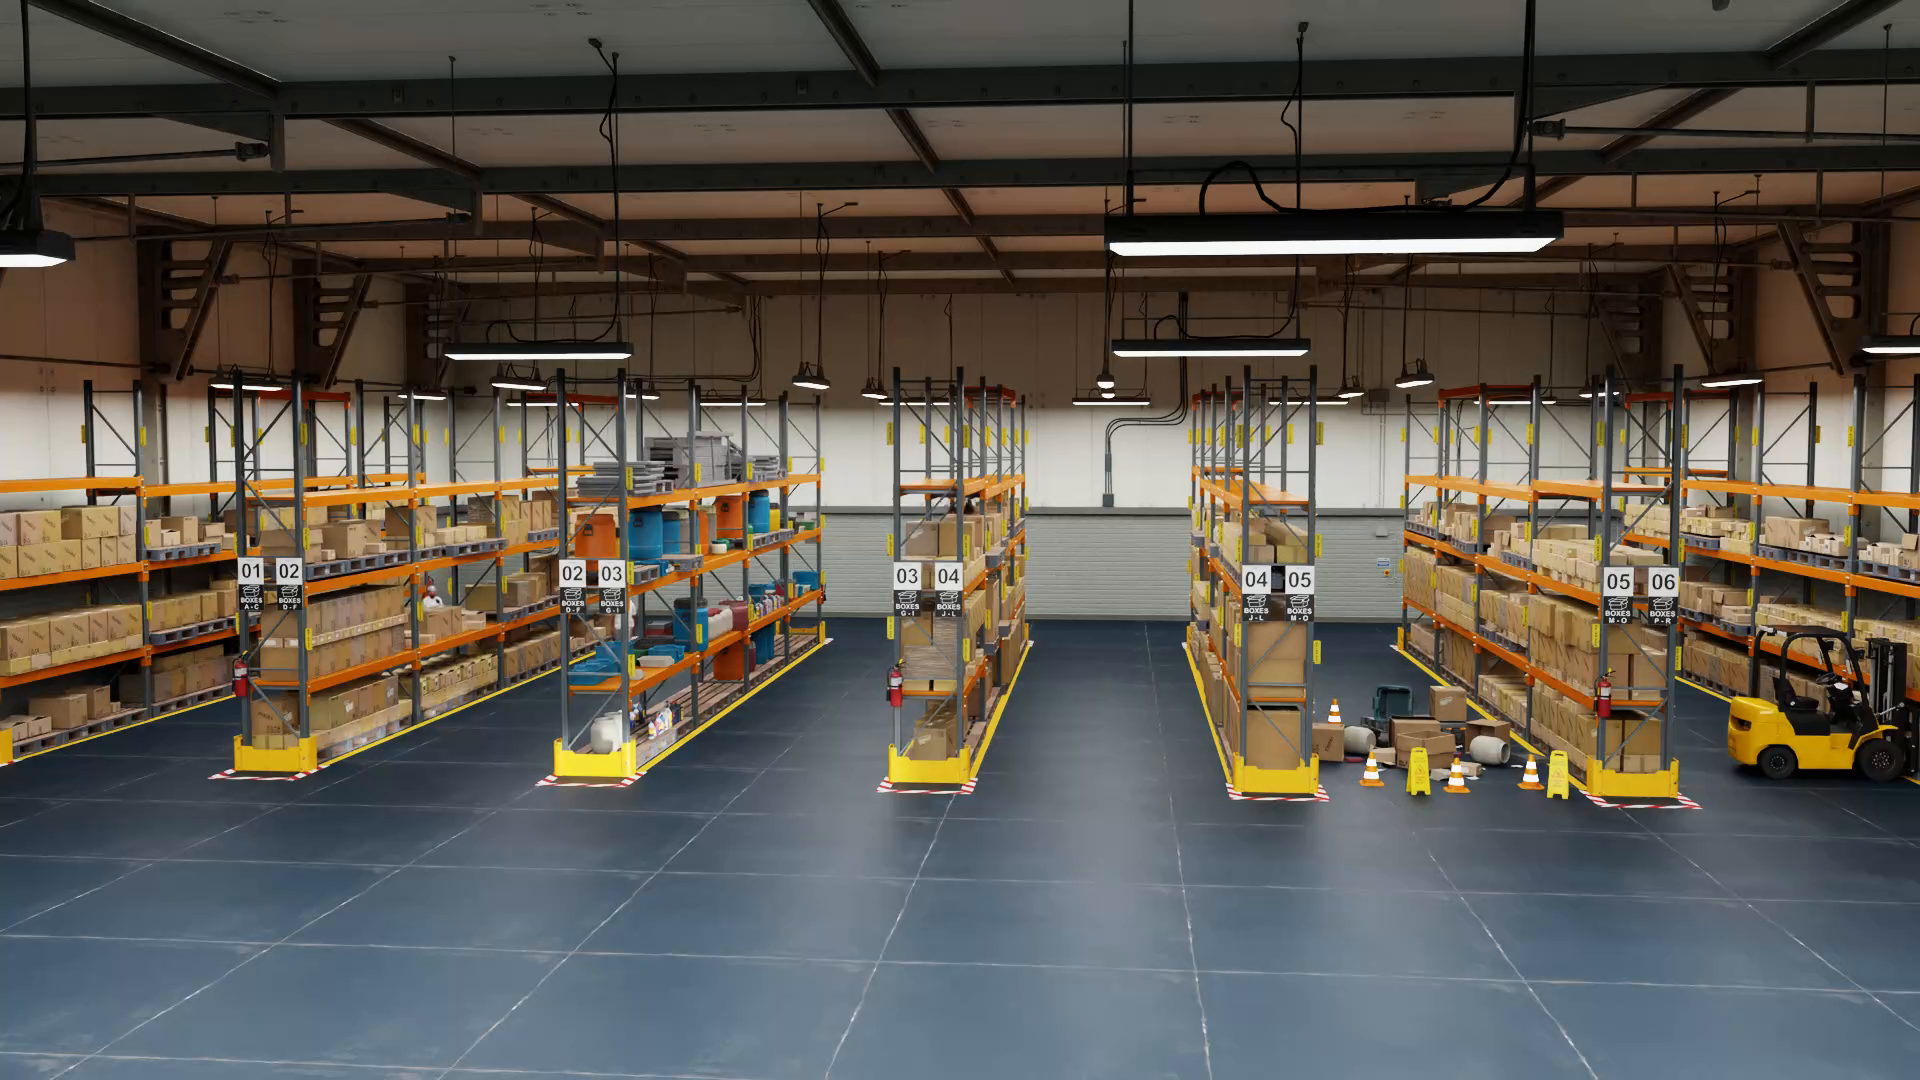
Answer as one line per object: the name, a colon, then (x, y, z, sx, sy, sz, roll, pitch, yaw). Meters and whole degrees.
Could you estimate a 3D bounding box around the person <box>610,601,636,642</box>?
person: (-7.307, 1.890, 36.077, 0.519, 1.723, 0.856, 0, 4, 2)

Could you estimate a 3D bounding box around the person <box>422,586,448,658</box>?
person: (-11.954, 1.844, 37.747, 0.551, 1.615, 0.932, 0, 4, 0)

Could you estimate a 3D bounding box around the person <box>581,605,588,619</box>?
person: (-9.906, 1.431, 43.399, 0.528, 1.717, 1.026, 1, 4, 9)
